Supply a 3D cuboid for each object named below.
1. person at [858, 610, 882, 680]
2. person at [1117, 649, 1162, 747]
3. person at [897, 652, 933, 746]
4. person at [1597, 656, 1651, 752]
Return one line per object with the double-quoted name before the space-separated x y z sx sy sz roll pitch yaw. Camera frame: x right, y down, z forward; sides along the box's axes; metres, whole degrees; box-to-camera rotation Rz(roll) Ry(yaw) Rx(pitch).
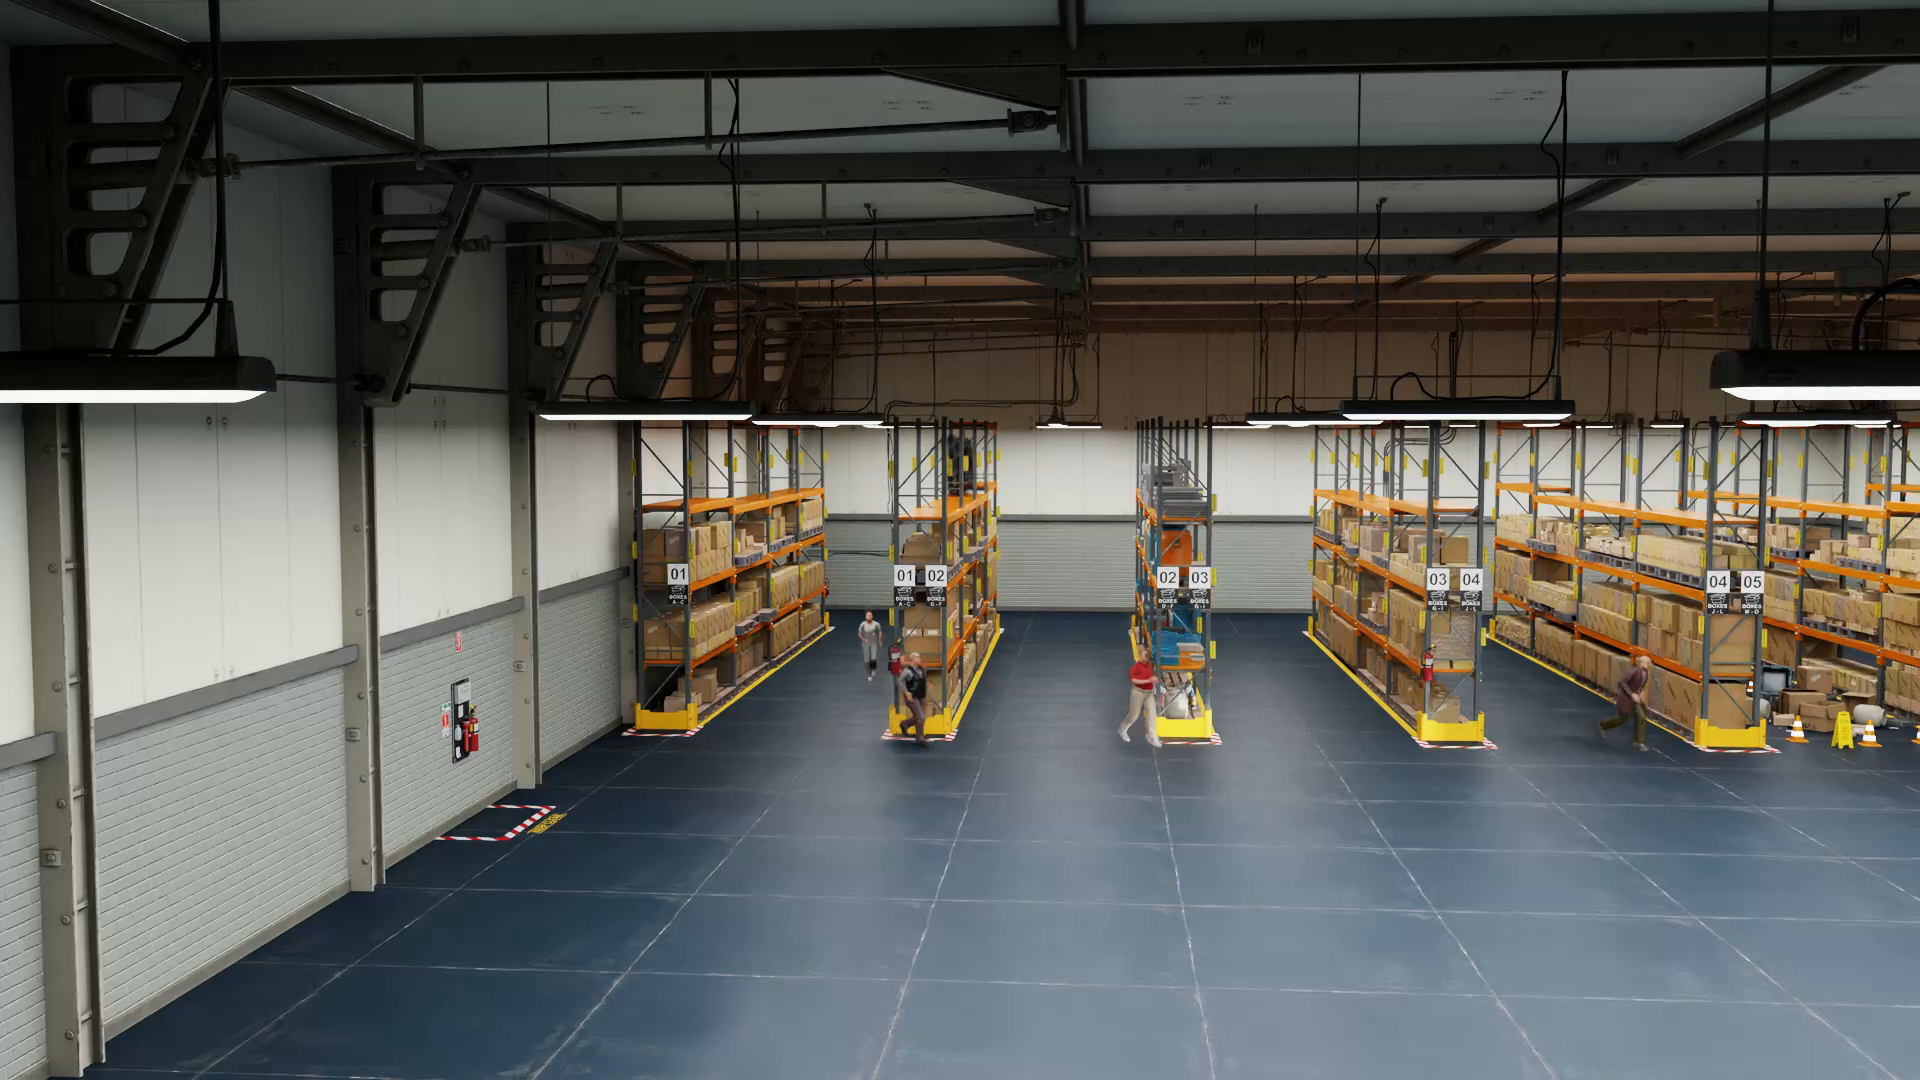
"person" -2.052 2.421 38.089 0.543 1.624 0.636 0 4 -4
"person" 3.293 2.857 30.334 0.650 1.747 0.959 -3 5 -42
"person" -0.856 2.891 30.357 0.772 1.693 0.661 3 5 37
"person" 12.066 2.921 30.156 0.742 1.738 1.081 -3 5 -39
